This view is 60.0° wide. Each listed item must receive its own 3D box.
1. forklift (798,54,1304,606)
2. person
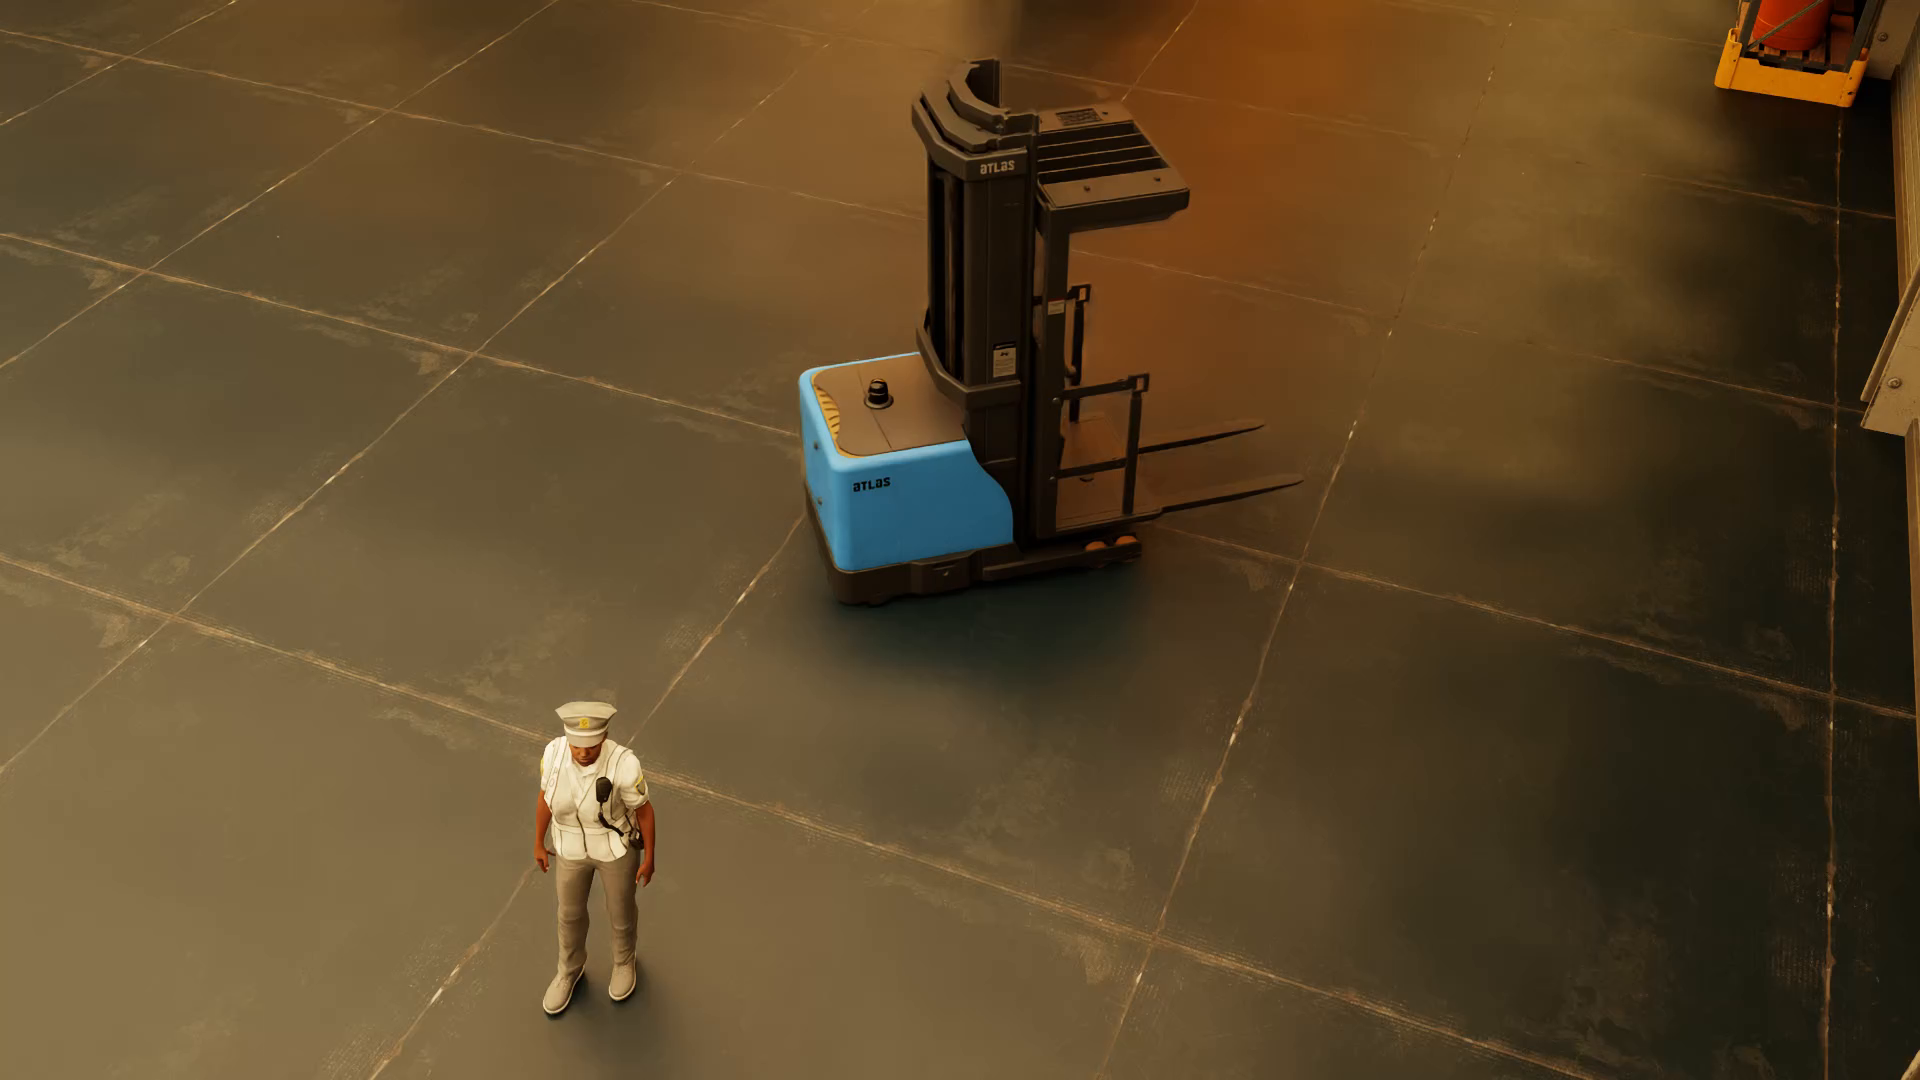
[{"bbox_3d":[0.607,-1.269,9.522,3.031,2.935,1.130,-10,41,-12],"label":"forklift"},{"bbox_3d":[-1.624,1.392,7.295,0.569,1.694,0.530,5,40,5],"label":"person"}]
